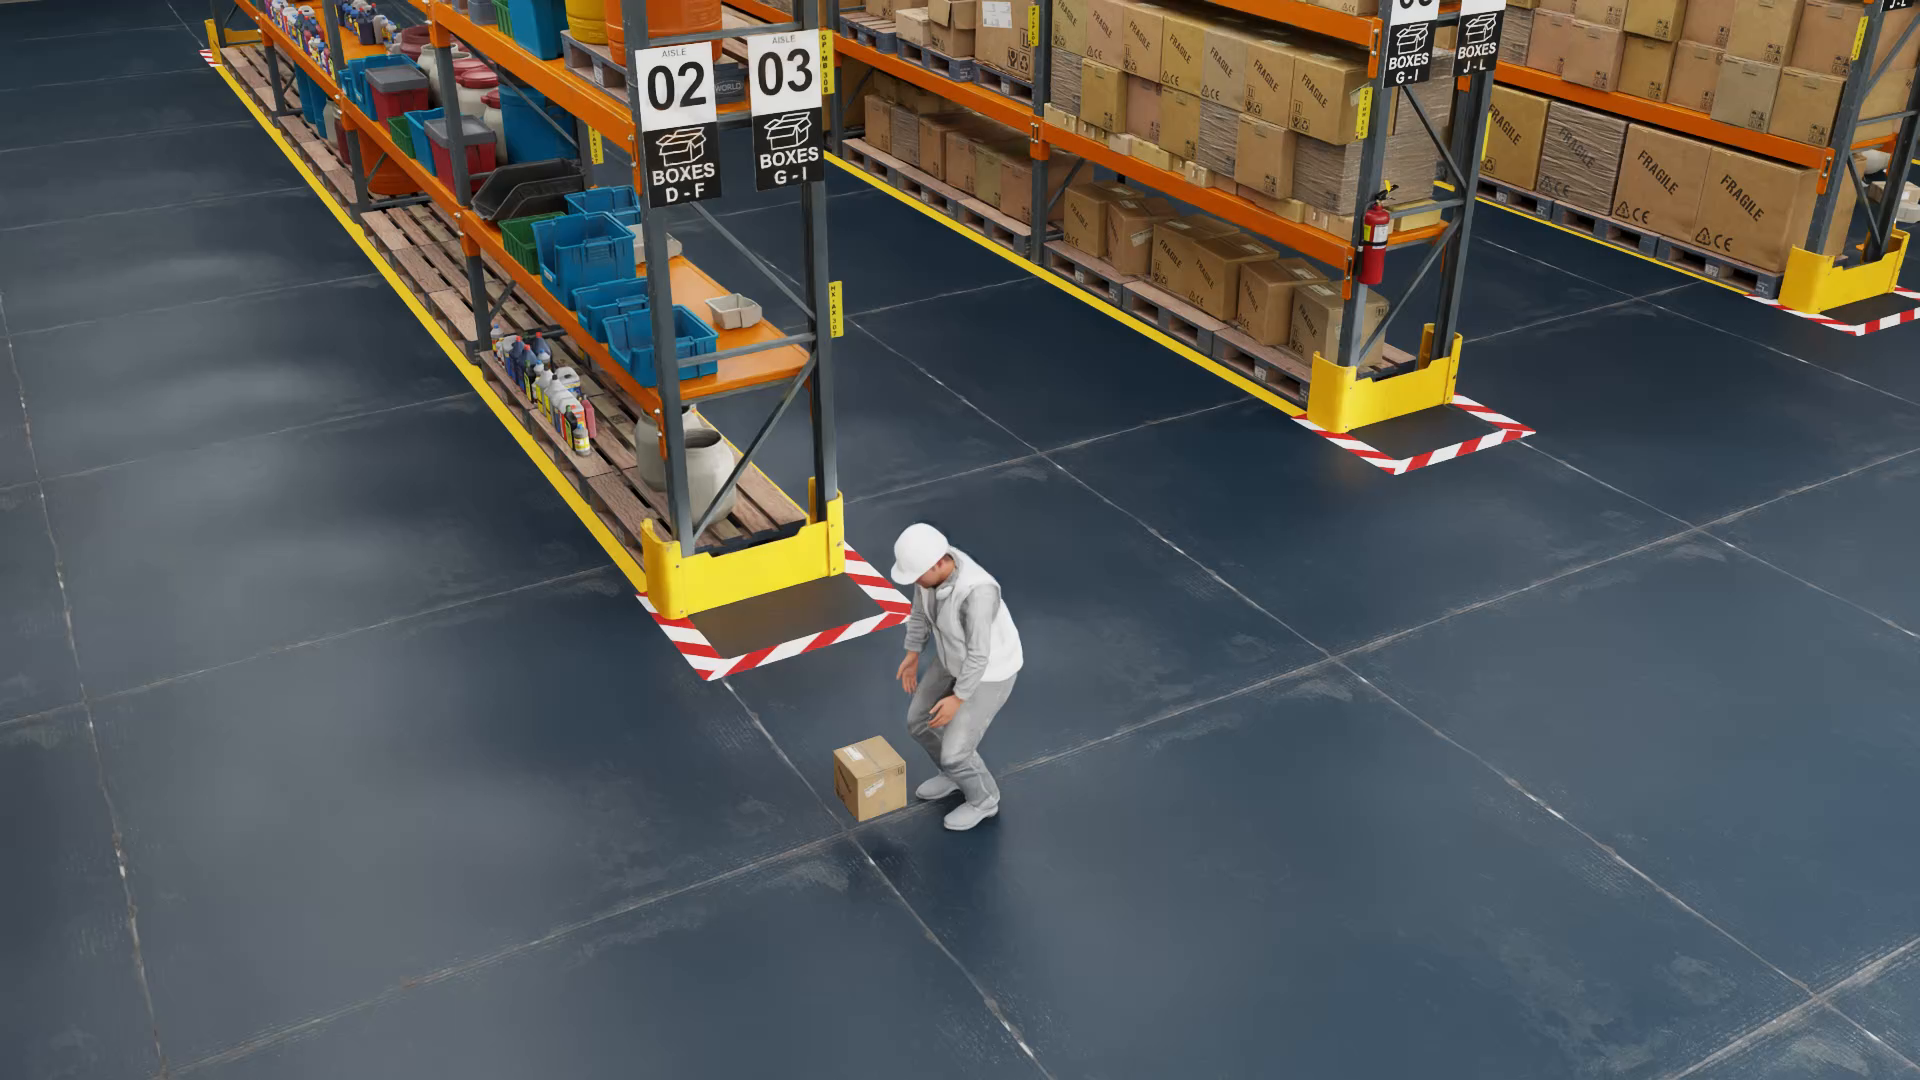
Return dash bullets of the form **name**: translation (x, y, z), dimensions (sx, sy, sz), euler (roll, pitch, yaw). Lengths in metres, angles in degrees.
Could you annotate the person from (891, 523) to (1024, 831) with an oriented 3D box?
- **person**: translation (-0.018, 0.599, 7.633), dimensions (0.627, 1.607, 0.583), euler (-15, 32, -26)
